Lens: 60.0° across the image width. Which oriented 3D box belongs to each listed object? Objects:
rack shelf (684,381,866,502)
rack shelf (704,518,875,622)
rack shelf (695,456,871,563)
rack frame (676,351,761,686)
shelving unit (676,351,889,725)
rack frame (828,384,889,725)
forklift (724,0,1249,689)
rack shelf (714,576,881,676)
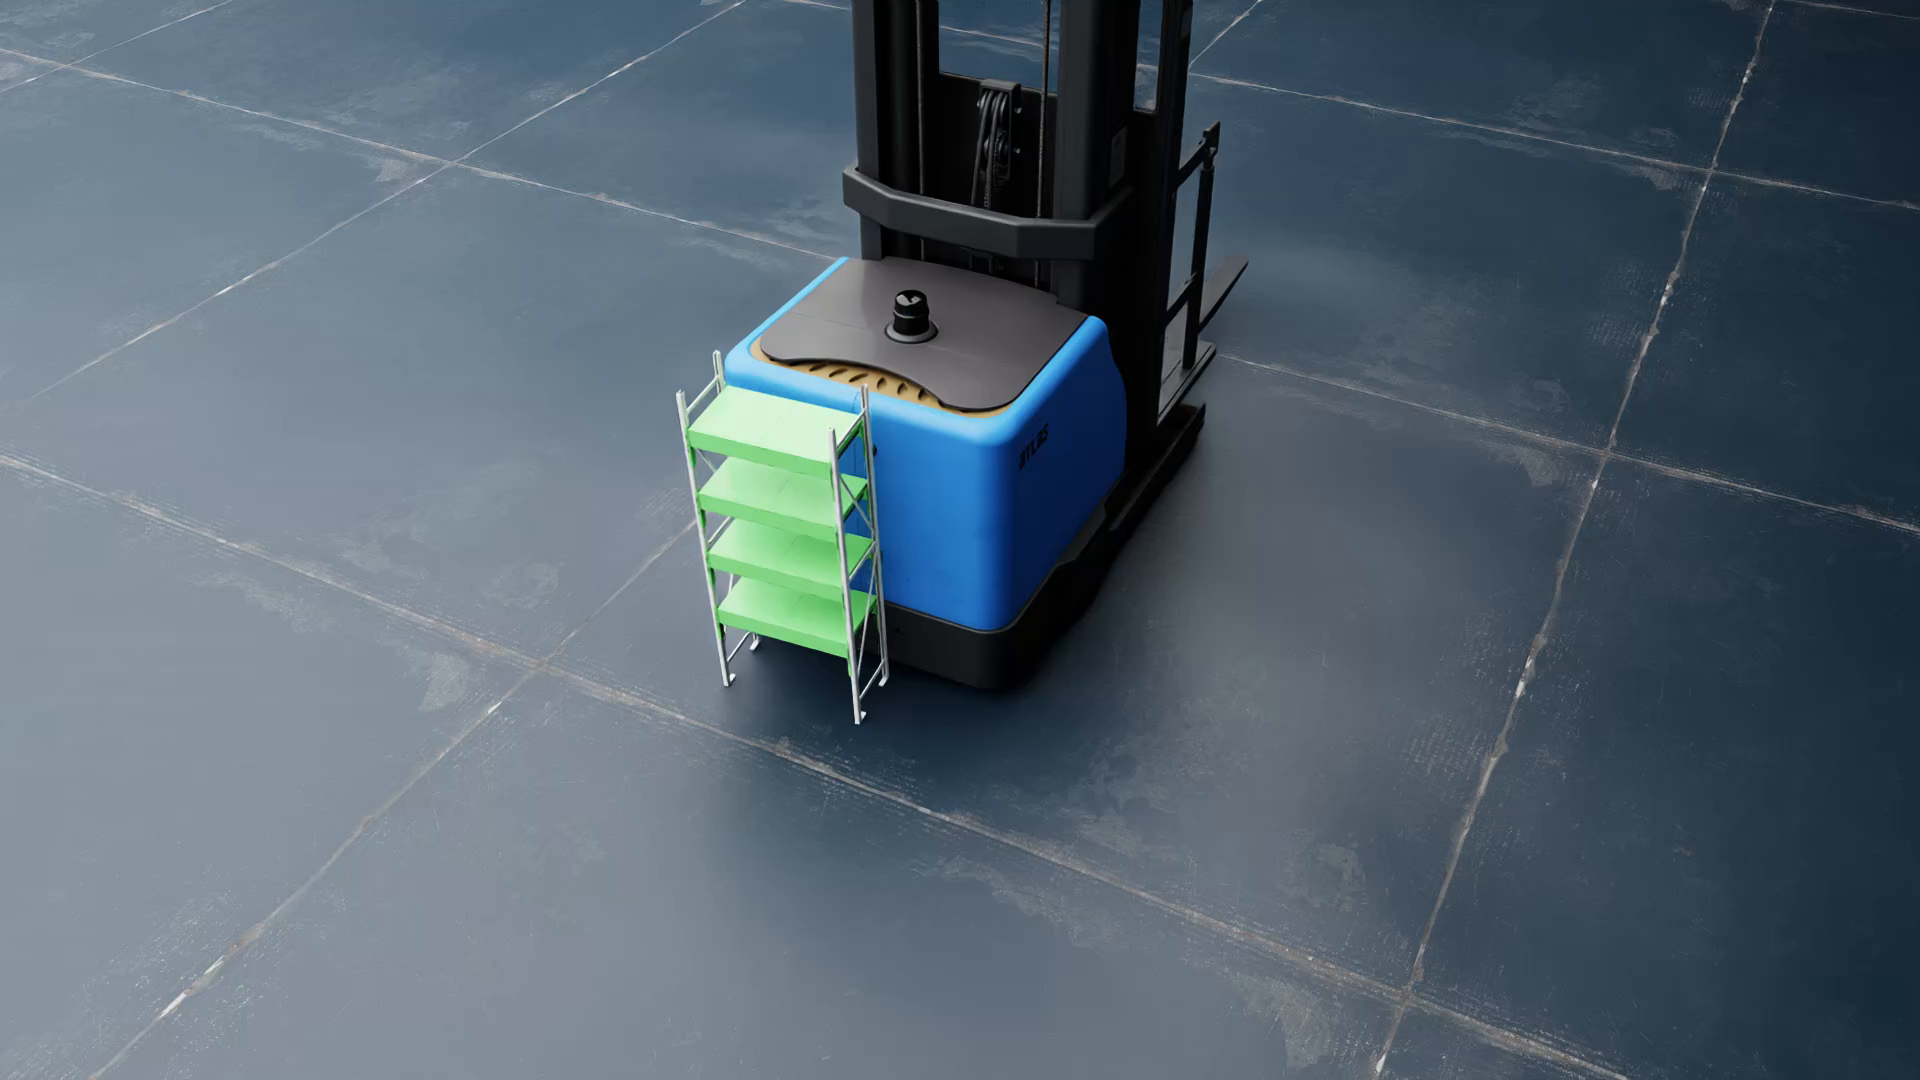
[{"bbox_3d":[-0.542,-0.297,4.950,0.480,0.148,0.258,14,43,18],"label":"rack shelf"},{"bbox_3d":[-0.530,0.067,5.261,0.480,0.148,0.258,14,43,18],"label":"rack shelf"},{"bbox_3d":[-0.536,-0.115,5.105,0.480,0.148,0.258,14,43,18],"label":"rack shelf"},{"bbox_3d":[-0.757,-0.037,5.294,0.015,1.200,0.240,14,43,18],"label":"rack frame"},{"bbox_3d":[-0.531,0.019,5.220,0.503,1.200,0.258,14,43,18],"label":"shelving unit"},{"bbox_3d":[-0.306,0.075,5.146,0.015,1.200,0.240,14,43,18],"label":"rack frame"},{"bbox_3d":[0.343,-1.558,5.878,1.130,2.935,3.031,17,40,21],"label":"forklift"},{"bbox_3d":[-0.524,0.250,5.417,0.480,0.148,0.258,14,43,18],"label":"rack shelf"}]
